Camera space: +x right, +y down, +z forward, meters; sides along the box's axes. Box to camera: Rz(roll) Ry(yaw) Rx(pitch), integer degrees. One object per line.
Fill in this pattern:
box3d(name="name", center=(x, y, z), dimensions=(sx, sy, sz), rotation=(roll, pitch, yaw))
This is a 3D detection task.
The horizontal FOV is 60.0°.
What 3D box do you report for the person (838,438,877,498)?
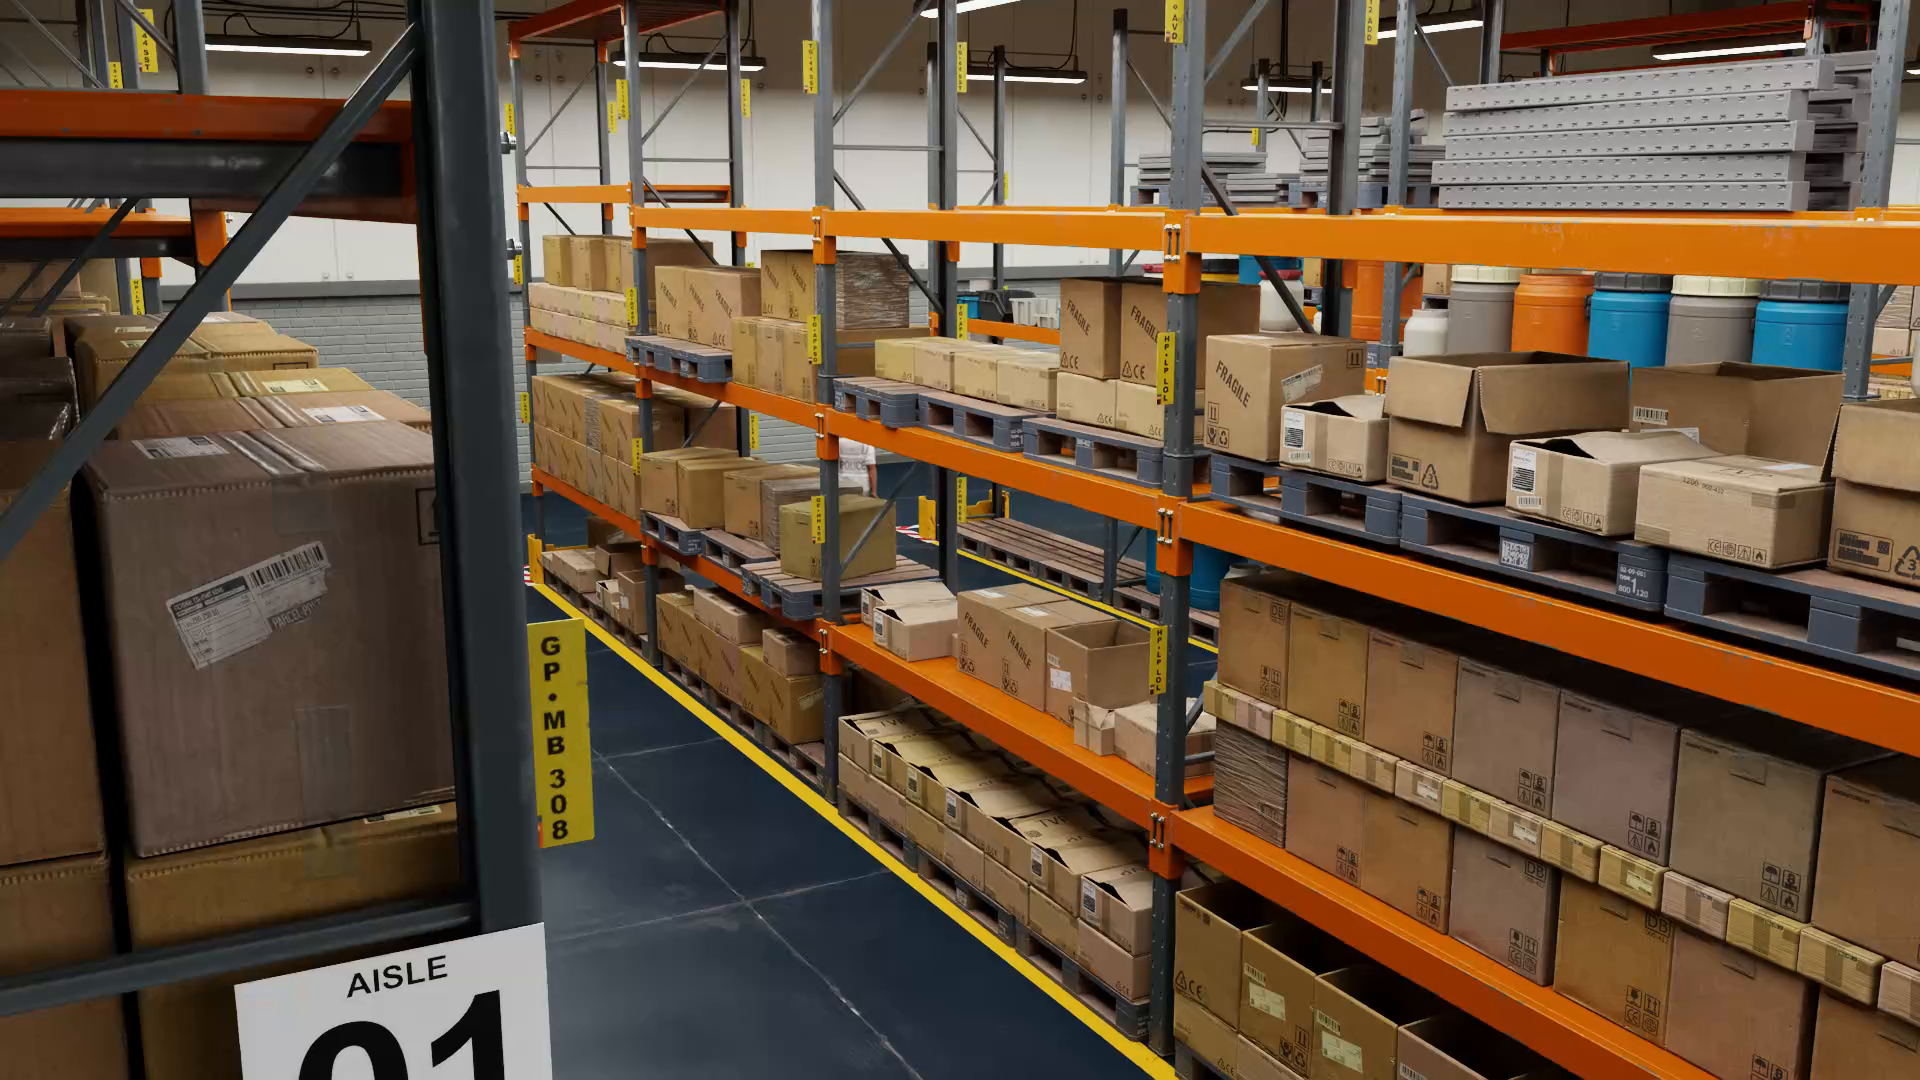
box3d(name="person", center=(-1.263, -0.637, 19.434), dimensions=(0.556, 1.706, 1.046), rotation=(-1, 12, -6))
